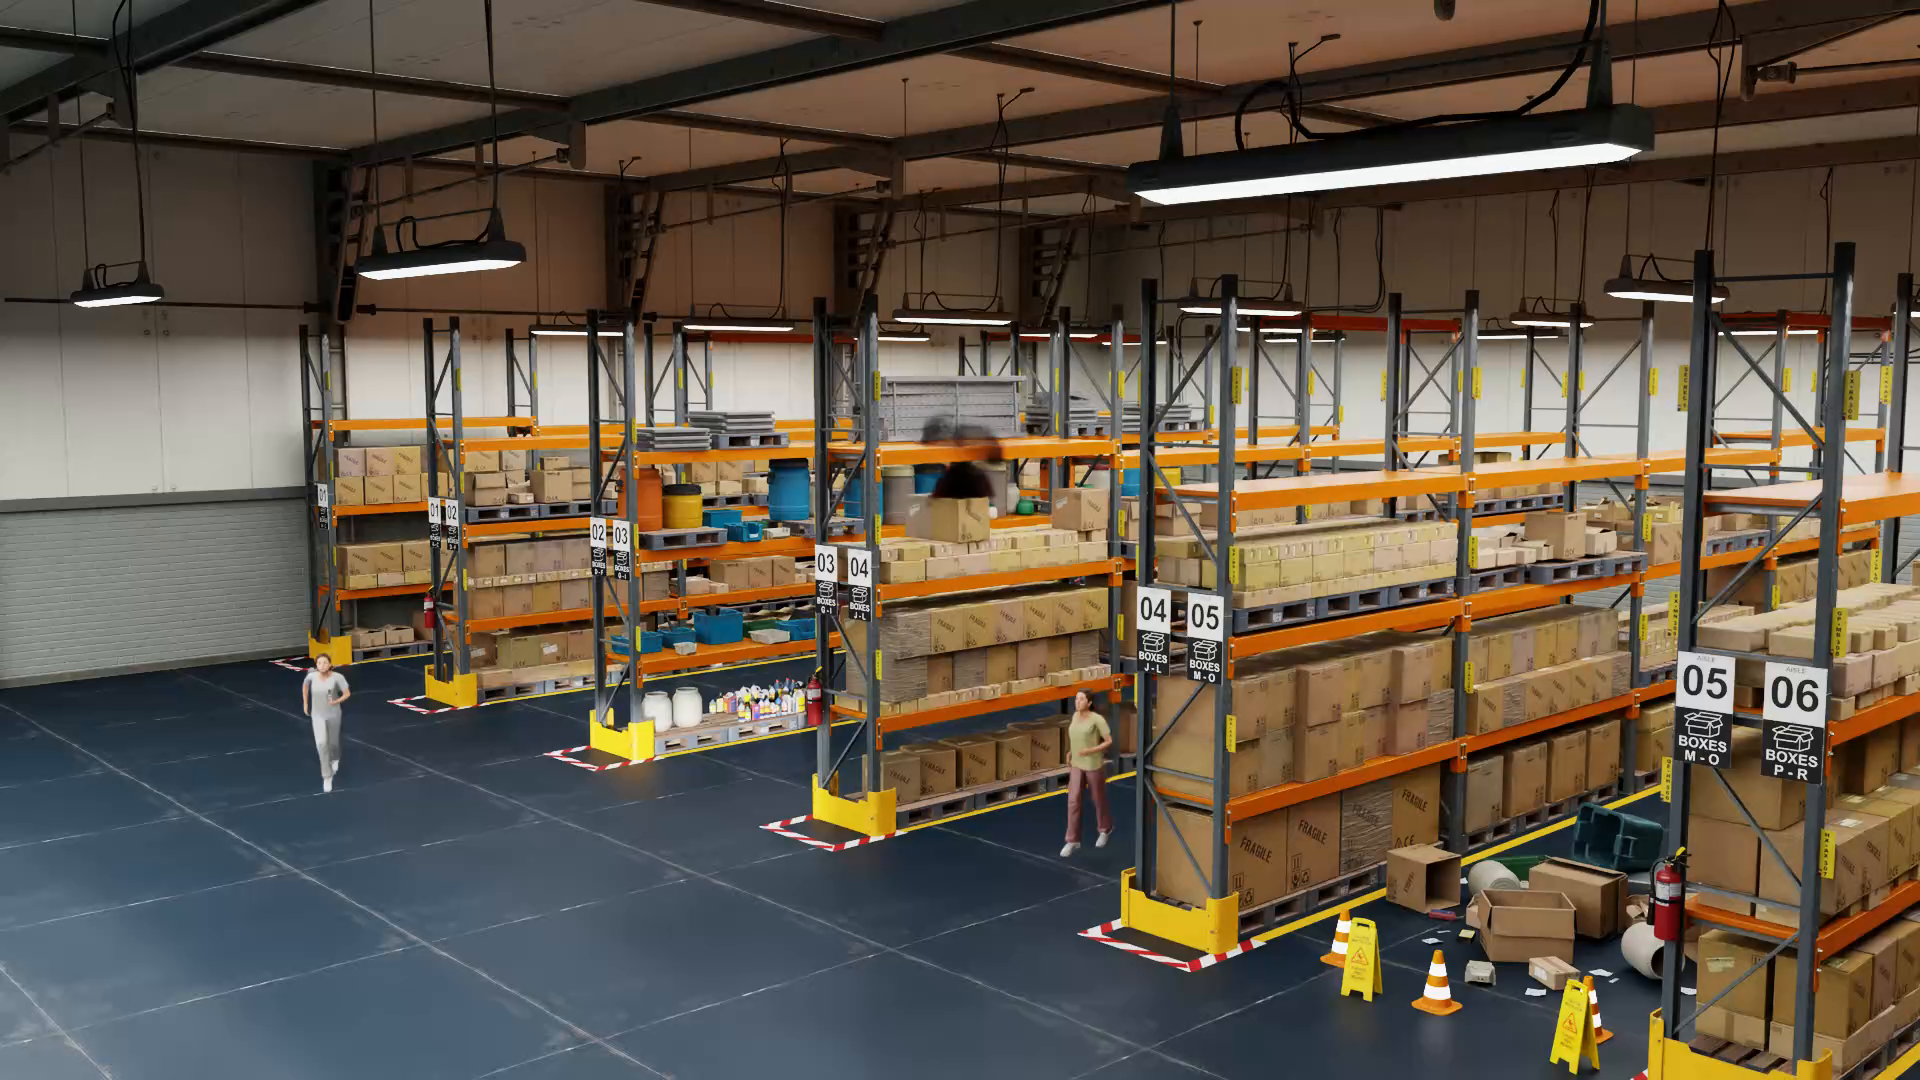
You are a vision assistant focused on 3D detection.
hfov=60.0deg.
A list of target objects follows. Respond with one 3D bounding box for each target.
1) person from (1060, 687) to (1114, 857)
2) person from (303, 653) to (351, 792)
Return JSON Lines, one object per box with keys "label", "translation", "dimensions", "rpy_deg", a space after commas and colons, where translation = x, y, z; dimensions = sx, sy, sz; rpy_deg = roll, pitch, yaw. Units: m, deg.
{"label": "person", "translation": [1.326, 2.353, 17.050], "dimensions": [0.566, 1.701, 0.802], "rpy_deg": [5, 7, 38]}
{"label": "person", "translation": [-7.942, 2.231, 20.876], "dimensions": [0.587, 1.674, 1.012], "rpy_deg": [-1, 6, -13]}
